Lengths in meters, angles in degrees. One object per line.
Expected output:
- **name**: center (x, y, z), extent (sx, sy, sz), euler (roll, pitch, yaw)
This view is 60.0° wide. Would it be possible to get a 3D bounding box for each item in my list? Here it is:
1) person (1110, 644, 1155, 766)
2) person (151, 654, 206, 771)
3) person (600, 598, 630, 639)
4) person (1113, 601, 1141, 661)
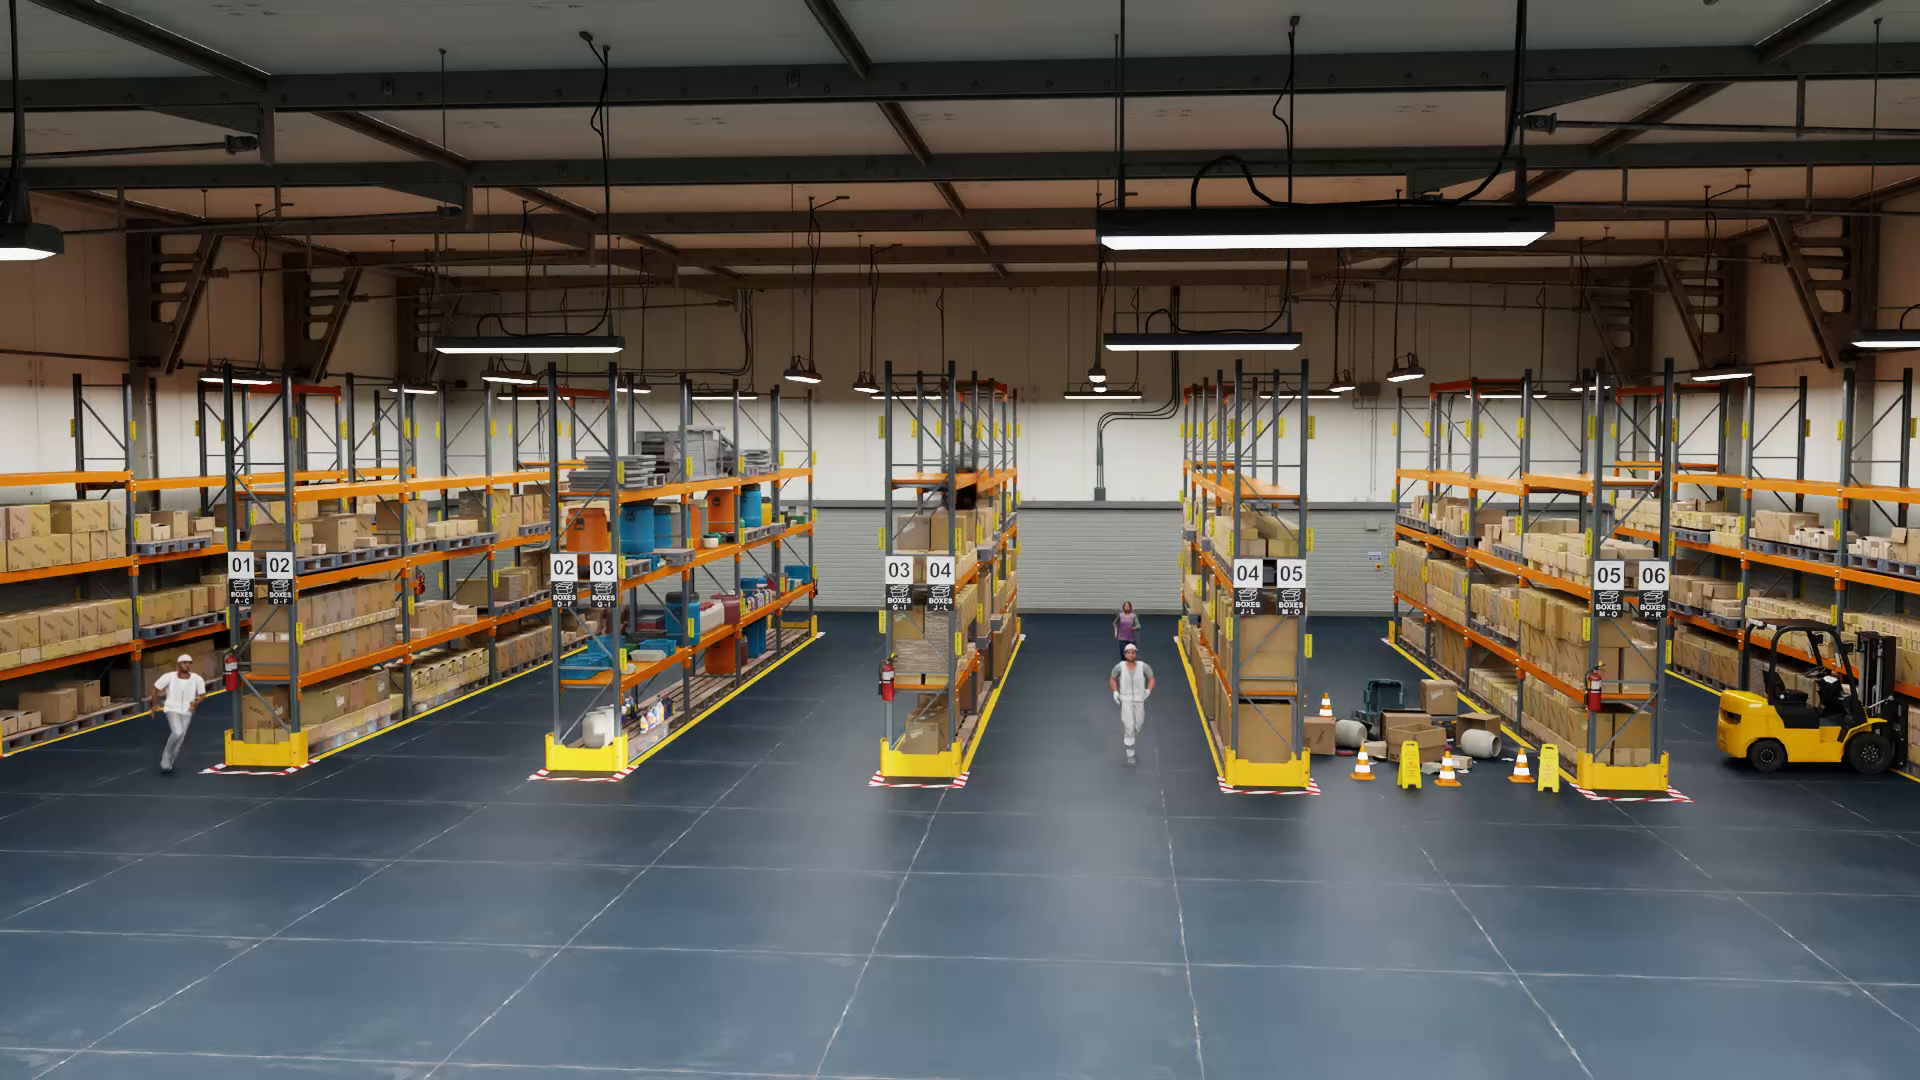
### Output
- **person**: center (2.613, 2.456, 25.204), extent (0.679, 1.803, 0.798), euler (0, 4, 1)
- **person**: center (-11.429, 2.533, 24.391), extent (0.727, 1.697, 0.643), euler (-3, 5, -39)
- **person**: center (-6.885, 1.944, 33.201), extent (0.680, 1.777, 0.745), euler (0, 4, -2)
- **person**: center (3.328, 2.005, 33.170), extent (0.537, 1.581, 0.894), euler (0, 4, 3)
